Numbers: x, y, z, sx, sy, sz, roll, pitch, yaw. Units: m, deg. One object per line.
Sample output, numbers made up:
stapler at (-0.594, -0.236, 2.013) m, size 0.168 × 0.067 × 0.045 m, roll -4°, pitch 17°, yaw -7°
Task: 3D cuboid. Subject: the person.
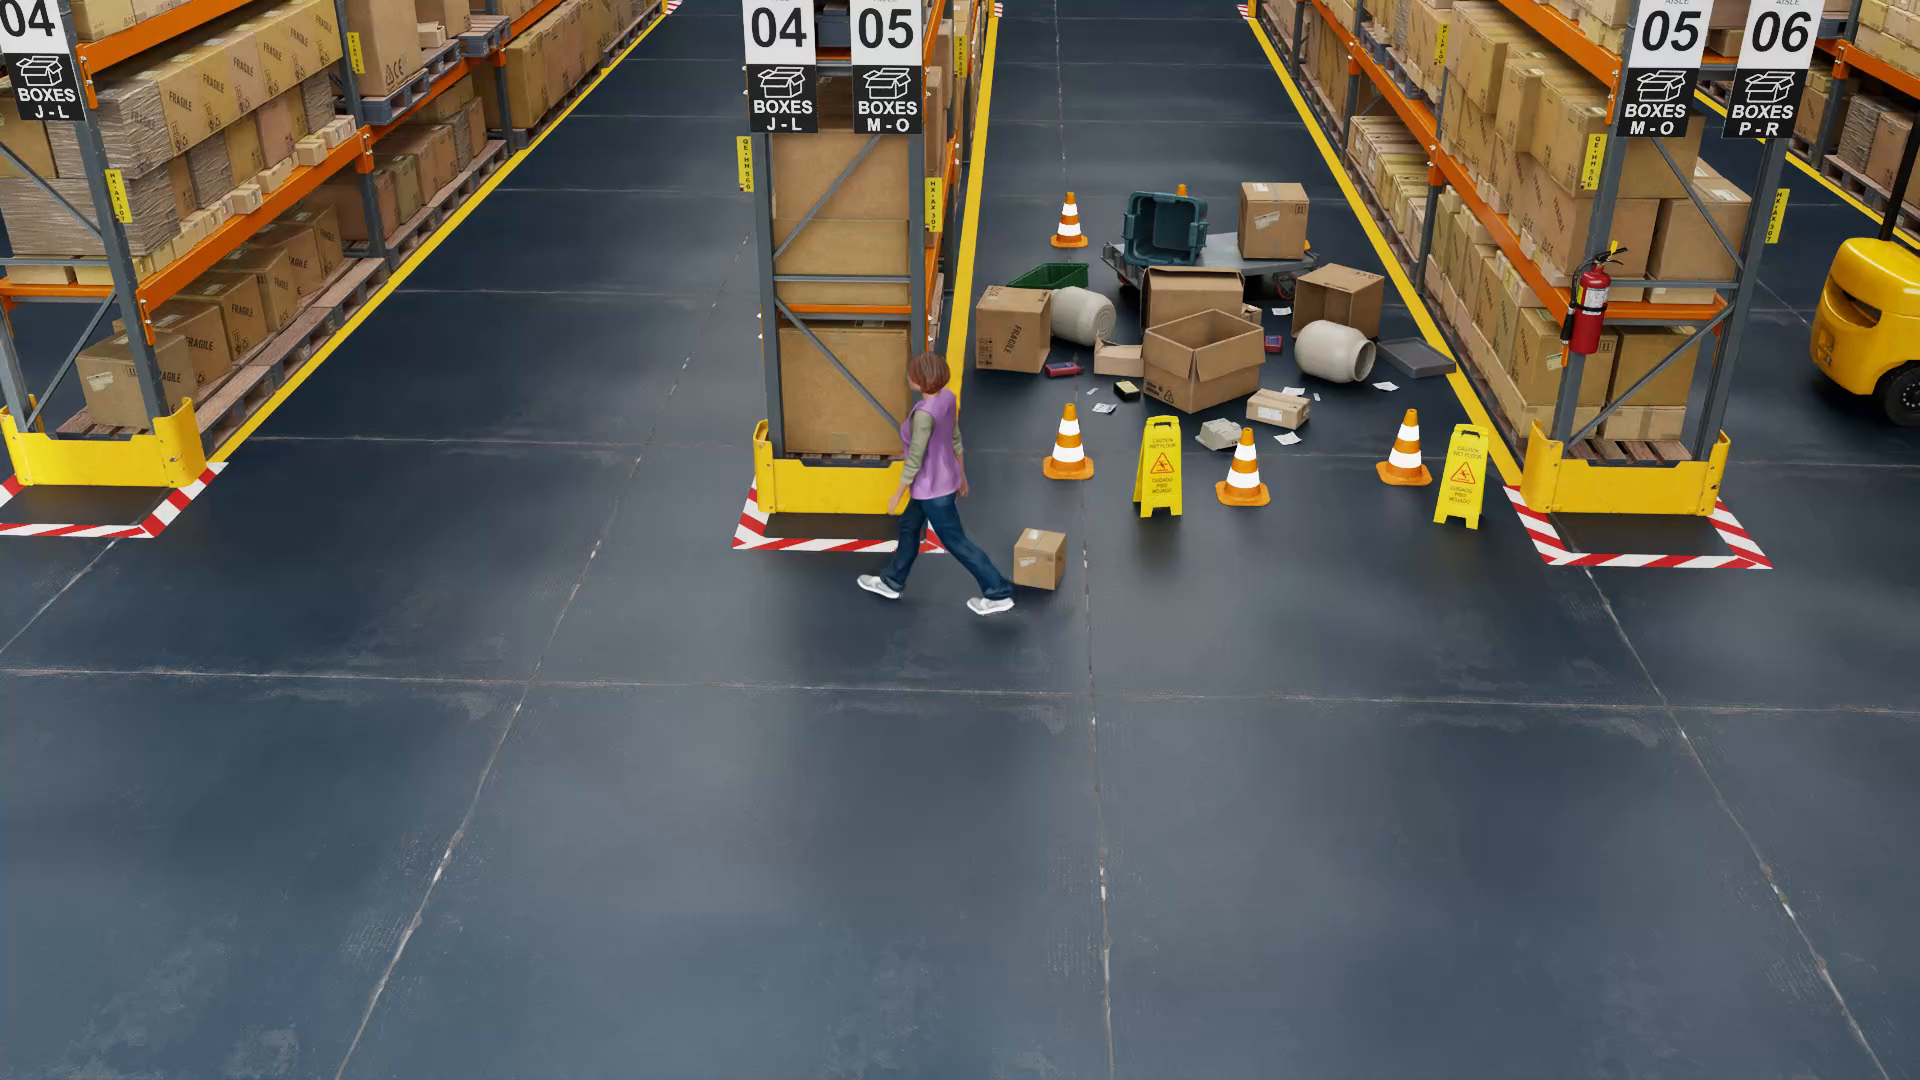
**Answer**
person at (-0.151, -0.305, 9.199) m, size 0.968 × 1.546 × 0.437 m, roll 7°, pitch 29°, yaw 12°
